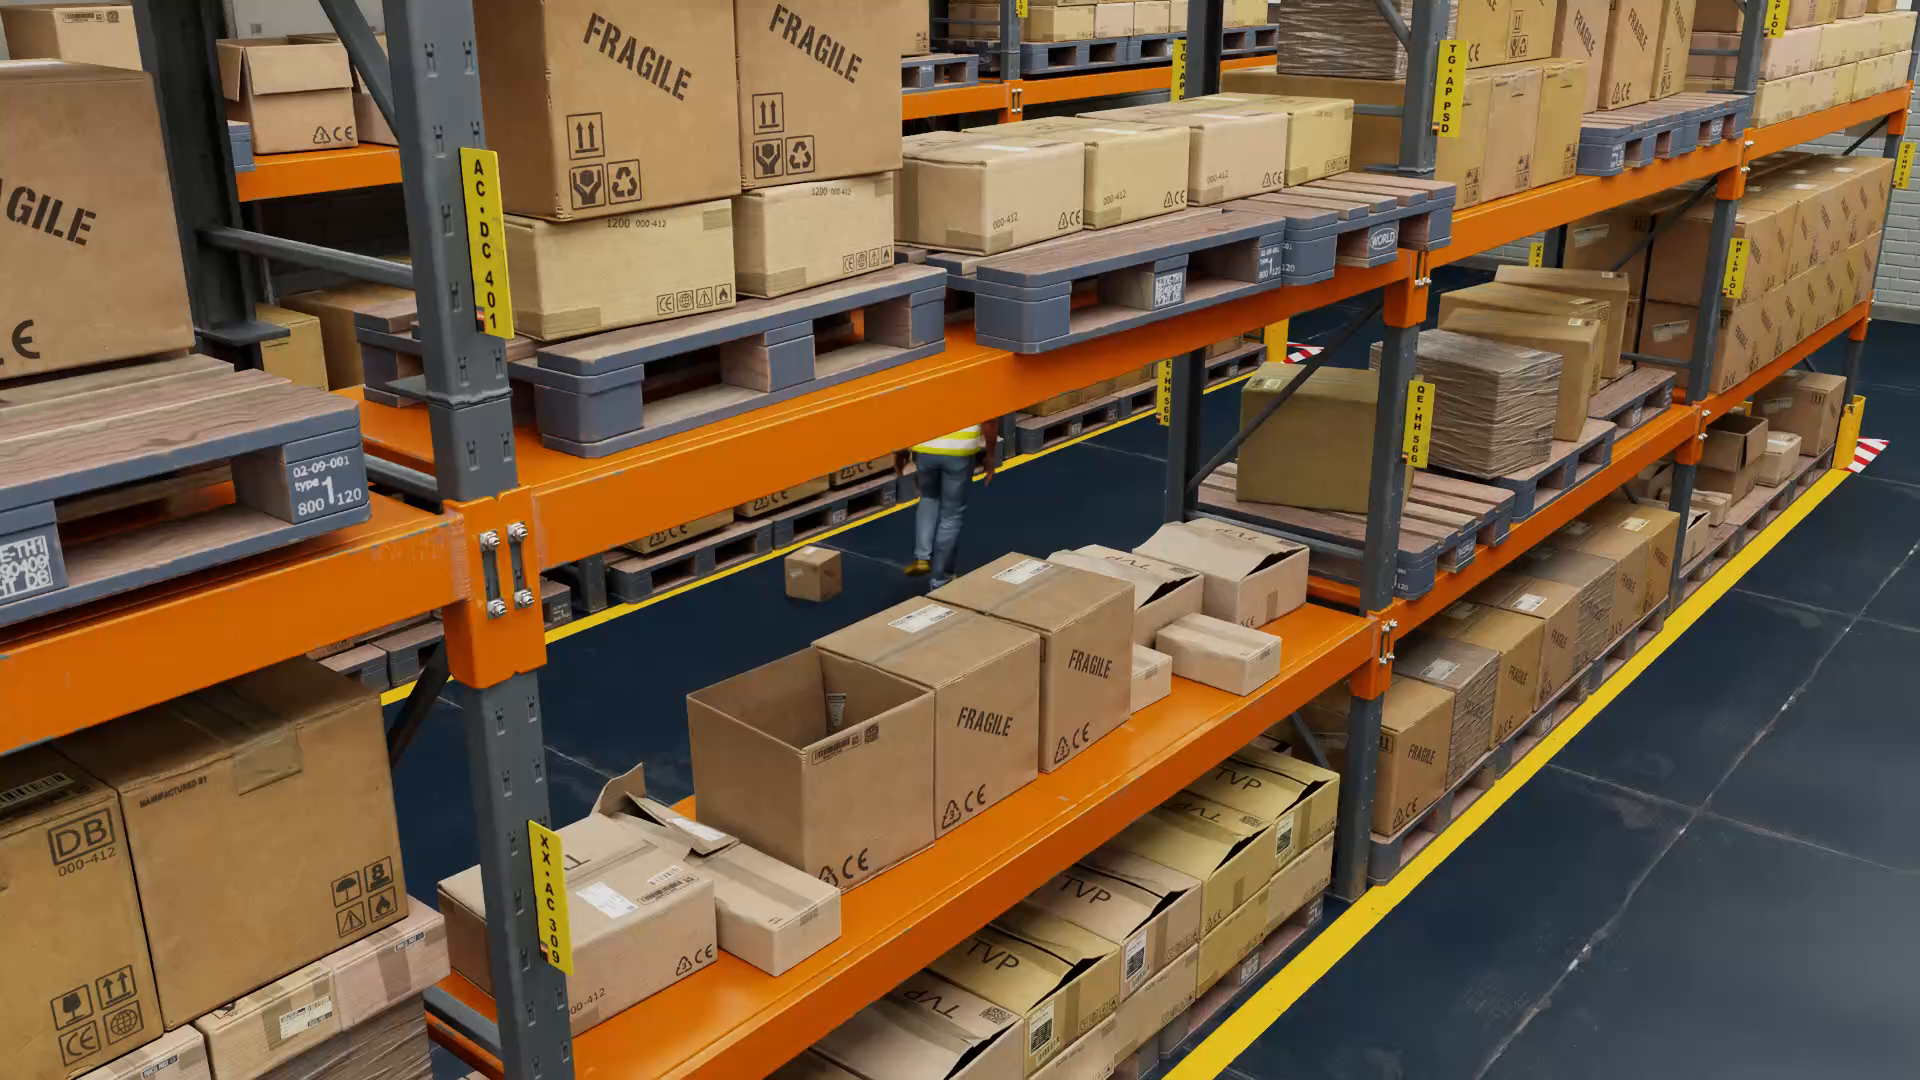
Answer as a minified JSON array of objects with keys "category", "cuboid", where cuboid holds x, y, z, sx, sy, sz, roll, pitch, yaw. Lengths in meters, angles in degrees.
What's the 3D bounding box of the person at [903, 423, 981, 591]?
[{"category":"person","cuboid":[3.600,1.991,0.970,13.035,3.171,16.029,6,21,16]}]
